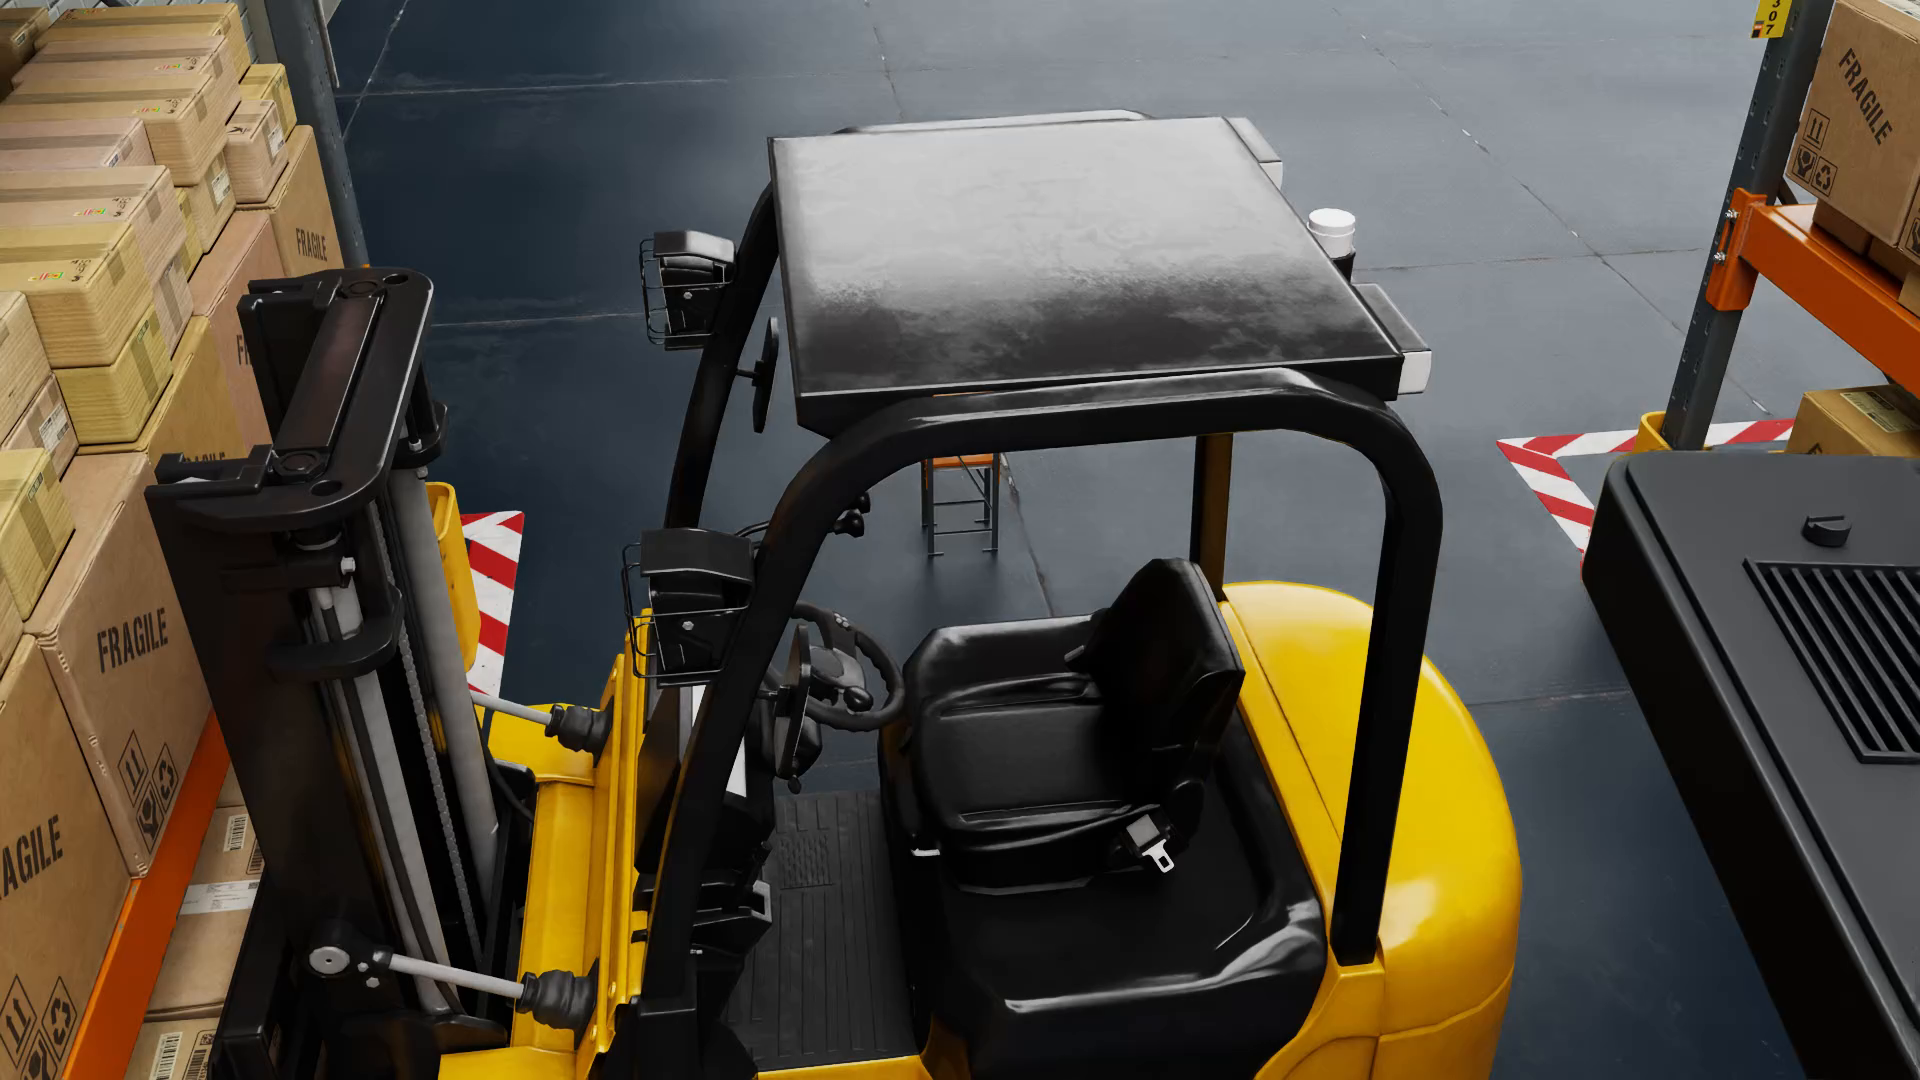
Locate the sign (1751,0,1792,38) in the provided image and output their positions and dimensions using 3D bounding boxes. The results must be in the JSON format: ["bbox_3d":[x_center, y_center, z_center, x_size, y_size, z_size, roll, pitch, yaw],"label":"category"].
[{"bbox_3d":[2.274,-1.551,4.593,0.100,0.325,0.005,-4,35,-6],"label":"sign"}]

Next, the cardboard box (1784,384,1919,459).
[{"bbox_3d":[2.650,-0.097,4.631,0.500,0.500,0.500,-5,35,-8],"label":"cardboard box"}]

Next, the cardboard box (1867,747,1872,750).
[{"bbox_3d":[2.708,0.485,4.443,0.500,0.250,0.500,-3,34,-5],"label":"cardboard box"}]

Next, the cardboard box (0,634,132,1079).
[{"bbox_3d":[-1.525,0.496,2.270,0.500,0.500,0.500,-5,35,-7],"label":"cardboard box"}]

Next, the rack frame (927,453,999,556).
[{"bbox_3d":[0.010,-0.453,5.349,0.240,1.200,0.006,-4,35,-6],"label":"rack frame"}]

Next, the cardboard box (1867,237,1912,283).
[{"bbox_3d":[2.701,-0.785,4.461,0.380,0.149,0.250,-4,34,-6],"label":"cardboard box"}]

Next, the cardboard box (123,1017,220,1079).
[{"bbox_3d":[-1.459,1.069,2.698,0.500,0.250,0.500,-3,34,-5],"label":"cardboard box"}]

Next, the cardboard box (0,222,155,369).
[{"bbox_3d":[-1.578,-0.400,2.744,0.380,0.149,0.250,-4,34,-5],"label":"cardboard box"}]

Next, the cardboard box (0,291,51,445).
[{"bbox_3d":[-1.637,-0.249,2.523,0.380,0.149,0.250,-4,34,-6],"label":"cardboard box"}]

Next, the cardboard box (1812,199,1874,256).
[{"bbox_3d":[2.653,-0.925,4.667,0.380,0.149,0.250,-4,35,-6],"label":"cardboard box"}]

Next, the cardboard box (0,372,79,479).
[{"bbox_3d":[-1.641,-0.133,2.617,0.380,0.149,0.250,-5,35,-7],"label":"cardboard box"}]

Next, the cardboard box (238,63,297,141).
[{"bbox_3d":[-1.782,-0.993,3.879,0.380,0.149,0.250,-4,34,-6],"label":"cardboard box"}]

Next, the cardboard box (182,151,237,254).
[{"bbox_3d":[-1.744,-0.703,3.454,0.380,0.149,0.250,-4,34,-5],"label":"cardboard box"}]

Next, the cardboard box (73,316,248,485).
[{"bbox_3d":[-1.650,-0.066,3.095,0.500,0.500,0.500,-5,35,-7],"label":"cardboard box"}]

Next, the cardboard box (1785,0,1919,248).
[{"bbox_3d":[2.601,-1.113,4.366,0.500,0.500,0.500,-5,35,-7],"label":"cardboard box"}]

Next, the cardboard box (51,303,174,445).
[{"bbox_3d":[-1.585,-0.279,2.831,0.380,0.149,0.250,-4,34,-6],"label":"cardboard box"}]

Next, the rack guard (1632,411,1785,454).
[{"bbox_3d":[2.822,-0.159,5.539,1.175,0.500,0.348,-4,35,-6],"label":"rack guard"}]

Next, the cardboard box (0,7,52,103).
[{"bbox_3d":[-2.273,-1.085,3.749,0.380,0.149,0.250,-5,35,-7],"label":"cardboard box"}]

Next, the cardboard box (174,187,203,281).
[{"bbox_3d":[-1.722,-0.564,3.249,0.380,0.149,0.250,-5,35,-7],"label":"cardboard box"}]

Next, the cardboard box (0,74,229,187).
[{"bbox_3d":[-1.723,-0.825,3.368,0.380,0.149,0.250,-4,34,-5],"label":"cardboard box"}]

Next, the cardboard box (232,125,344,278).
[{"bbox_3d":[-1.780,-0.643,3.940,0.500,0.500,0.500,-5,35,-7],"label":"cardboard box"}]

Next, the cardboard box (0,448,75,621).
[{"bbox_3d":[-1.539,0.005,2.415,0.380,0.149,0.250,-5,35,-7],"label":"cardboard box"}]

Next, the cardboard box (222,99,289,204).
[{"bbox_3d":[-1.718,-0.853,3.673,0.380,0.149,0.250,-4,34,-6],"label":"cardboard box"}]

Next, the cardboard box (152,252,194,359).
[{"bbox_3d":[-1.639,-0.419,3.036,0.380,0.149,0.250,-5,35,-8],"label":"cardboard box"}]

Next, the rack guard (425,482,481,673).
[{"bbox_3d":[-2.109,0.164,5.066,1.175,0.500,0.348,-4,35,-6],"label":"rack guard"}]

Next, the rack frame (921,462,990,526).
[{"bbox_3d":[-0.014,-0.555,5.499,0.240,1.200,0.006,-4,35,-6],"label":"rack frame"}]

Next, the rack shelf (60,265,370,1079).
[{"bbox_3d":[-1.837,0.557,2.907,1.077,0.370,4.000,-4,35,-6],"label":"rack shelf"}]

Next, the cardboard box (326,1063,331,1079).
[{"bbox_3d":[-1.522,1.191,3.407,0.500,0.250,0.500,-3,34,-5],"label":"cardboard box"}]

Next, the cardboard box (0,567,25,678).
[{"bbox_3d":[-1.494,0.153,2.198,0.380,0.149,0.250,-5,35,-8],"label":"cardboard box"}]

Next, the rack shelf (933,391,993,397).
[{"bbox_3d":[-0.002,-0.467,5.449,0.258,0.103,0.180,-4,35,-6],"label":"rack shelf"}]

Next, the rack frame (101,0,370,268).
[{"bbox_3d":[-2.106,-0.856,4.342,1.000,3.000,0.127,-4,35,-6],"label":"rack frame"}]

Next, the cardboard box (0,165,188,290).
[{"bbox_3d":[-1.618,-0.544,2.955,0.380,0.149,0.250,-4,34,-5],"label":"cardboard box"}]

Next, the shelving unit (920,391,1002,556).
[{"bbox_3d":[-0.002,-0.504,5.424,0.258,1.200,0.189,-4,35,-6],"label":"shelving unit"}]

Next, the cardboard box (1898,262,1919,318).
[{"bbox_3d":[2.656,-0.631,4.235,0.380,0.149,0.250,-5,35,-8],"label":"cardboard box"}]

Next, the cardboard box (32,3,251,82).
[{"bbox_3d":[-1.849,-1.104,3.778,0.380,0.149,0.250,-4,35,-6],"label":"cardboard box"}]

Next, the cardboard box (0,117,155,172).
[{"bbox_3d":[-1.763,-0.681,3.156,0.380,0.149,0.250,-4,34,-6],"label":"cardboard box"}]

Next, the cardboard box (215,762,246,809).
[{"bbox_3d":[-1.583,0.492,3.545,0.500,0.250,0.500,-4,34,-6],"label":"cardboard box"}]

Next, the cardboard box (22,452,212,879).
[{"bbox_3d":[-1.571,0.213,2.685,0.500,0.500,0.500,-4,34,-6],"label":"cardboard box"}]

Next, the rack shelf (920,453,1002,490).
[{"bbox_3d":[-0.002,-0.269,5.584,0.258,0.103,0.180,-4,35,-6],"label":"rack shelf"}]

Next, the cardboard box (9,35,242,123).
[{"bbox_3d":[-1.785,-0.969,3.579,0.380,0.149,0.250,-4,35,-6],"label":"cardboard box"}]

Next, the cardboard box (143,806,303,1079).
[{"bbox_3d":[-1.522,0.776,3.129,0.500,0.250,0.500,-5,35,-7],"label":"cardboard box"}]

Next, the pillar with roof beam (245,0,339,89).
[{"bbox_3d":[0.553,-6.552,7.374,9.100,9.000,0.400,-4,35,-6],"label":"pillar with roof beam"}]

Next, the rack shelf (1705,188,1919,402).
[{"bbox_3d":[3.081,0.179,3.462,1.077,0.370,4.000,-4,35,-6],"label":"rack shelf"}]

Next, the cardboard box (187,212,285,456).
[{"bbox_3d":[-1.719,-0.352,3.515,0.500,0.500,0.500,-3,34,-5],"label":"cardboard box"}]

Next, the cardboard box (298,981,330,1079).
[{"bbox_3d":[-1.520,0.995,3.251,0.500,0.250,0.500,-4,35,-7],"label":"cardboard box"}]

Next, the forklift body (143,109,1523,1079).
[{"bbox_3d":[-0.043,0.415,3.231,2.313,2.155,1.214,-4,35,-6],"label":"forklift body"}]

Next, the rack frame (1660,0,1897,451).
[{"bbox_3d":[2.812,-1.234,4.897,1.000,3.000,0.127,-4,35,-6],"label":"rack frame"}]

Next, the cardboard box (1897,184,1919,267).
[{"bbox_3d":[2.674,-0.824,3.943,0.500,0.500,0.500,-3,34,-5],"label":"cardboard box"}]
